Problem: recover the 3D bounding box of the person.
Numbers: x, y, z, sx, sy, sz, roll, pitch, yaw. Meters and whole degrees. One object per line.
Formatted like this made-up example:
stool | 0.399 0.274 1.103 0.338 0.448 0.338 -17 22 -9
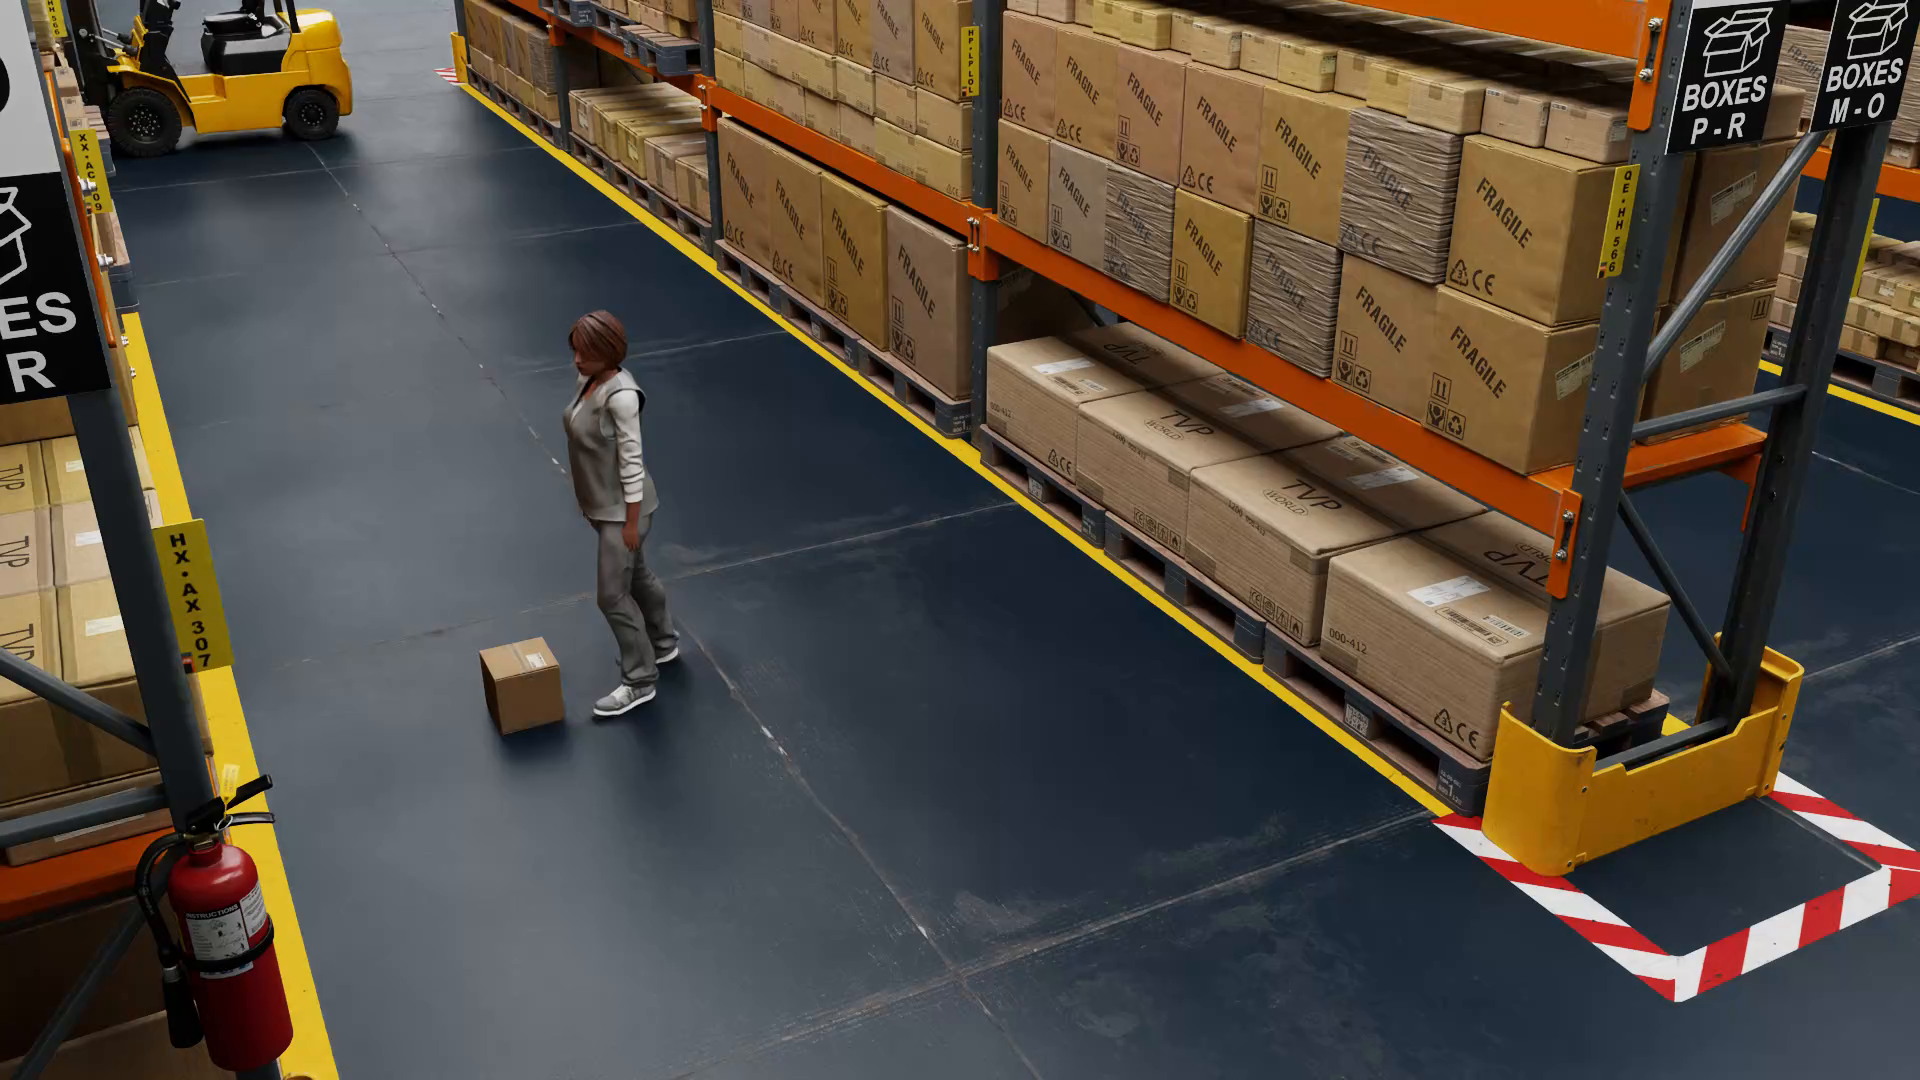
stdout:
person | -1.310 -0.116 6.397 0.452 1.614 0.463 -14 29 -26
